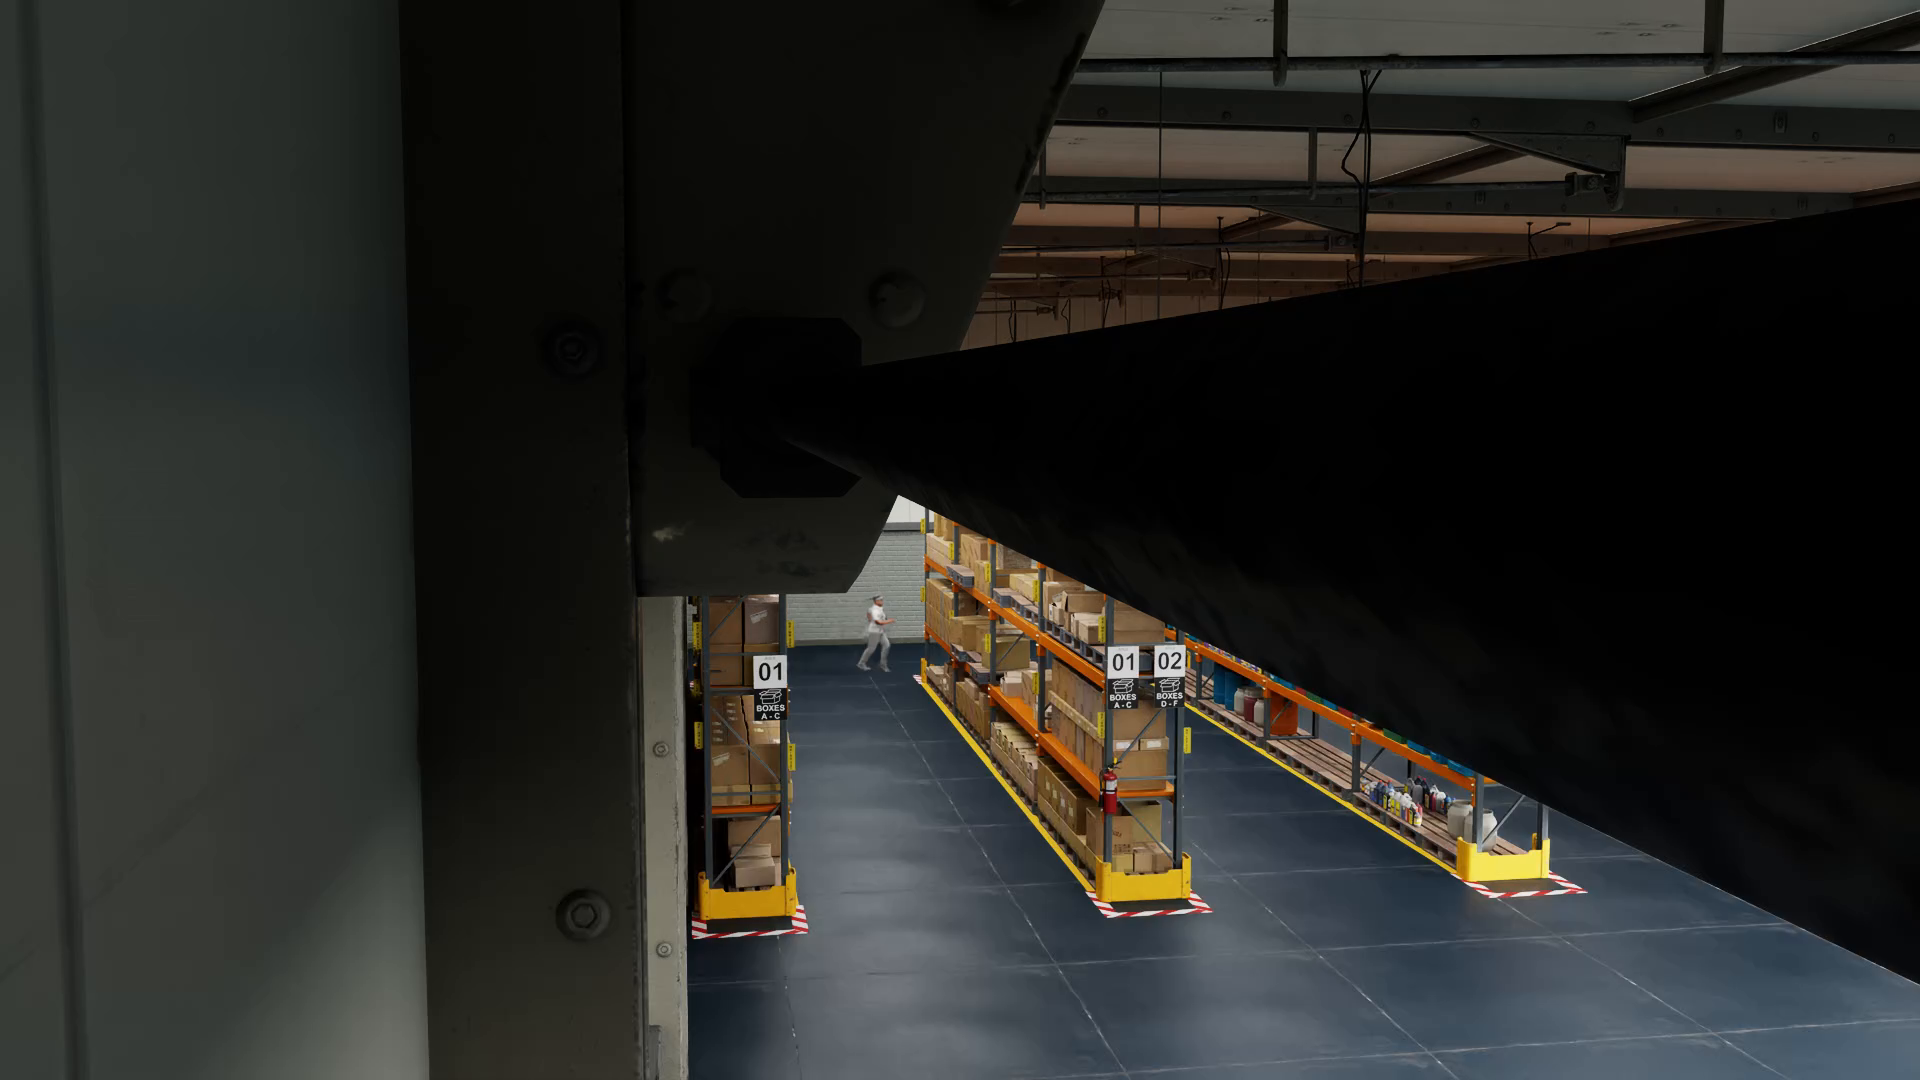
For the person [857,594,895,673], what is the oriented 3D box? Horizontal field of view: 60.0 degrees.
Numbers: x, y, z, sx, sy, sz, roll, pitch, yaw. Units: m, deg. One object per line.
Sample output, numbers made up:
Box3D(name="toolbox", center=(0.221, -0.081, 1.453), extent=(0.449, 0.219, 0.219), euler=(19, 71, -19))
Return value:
Box3D(name="person", center=(-1.894, 2.135, 37.748), extent=(0.872, 1.846, 0.641), euler=(1, 5, 7))
